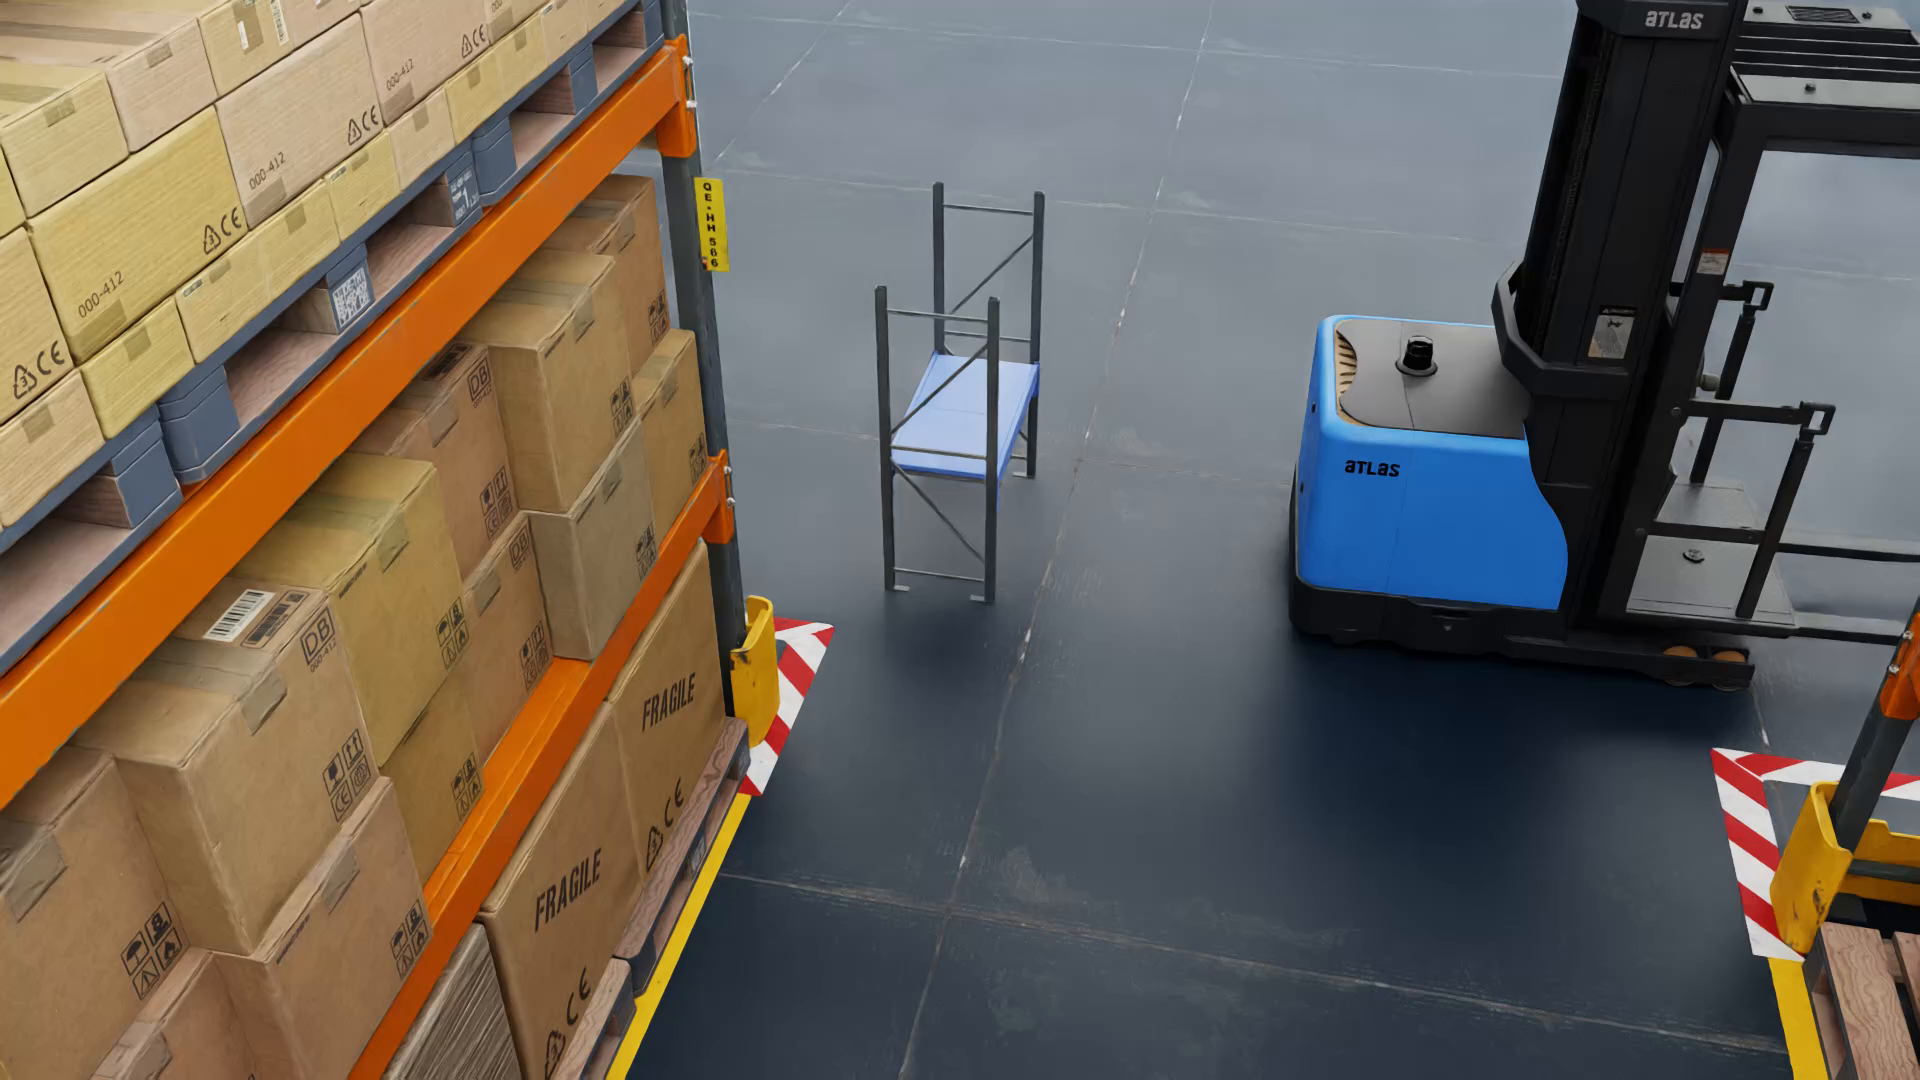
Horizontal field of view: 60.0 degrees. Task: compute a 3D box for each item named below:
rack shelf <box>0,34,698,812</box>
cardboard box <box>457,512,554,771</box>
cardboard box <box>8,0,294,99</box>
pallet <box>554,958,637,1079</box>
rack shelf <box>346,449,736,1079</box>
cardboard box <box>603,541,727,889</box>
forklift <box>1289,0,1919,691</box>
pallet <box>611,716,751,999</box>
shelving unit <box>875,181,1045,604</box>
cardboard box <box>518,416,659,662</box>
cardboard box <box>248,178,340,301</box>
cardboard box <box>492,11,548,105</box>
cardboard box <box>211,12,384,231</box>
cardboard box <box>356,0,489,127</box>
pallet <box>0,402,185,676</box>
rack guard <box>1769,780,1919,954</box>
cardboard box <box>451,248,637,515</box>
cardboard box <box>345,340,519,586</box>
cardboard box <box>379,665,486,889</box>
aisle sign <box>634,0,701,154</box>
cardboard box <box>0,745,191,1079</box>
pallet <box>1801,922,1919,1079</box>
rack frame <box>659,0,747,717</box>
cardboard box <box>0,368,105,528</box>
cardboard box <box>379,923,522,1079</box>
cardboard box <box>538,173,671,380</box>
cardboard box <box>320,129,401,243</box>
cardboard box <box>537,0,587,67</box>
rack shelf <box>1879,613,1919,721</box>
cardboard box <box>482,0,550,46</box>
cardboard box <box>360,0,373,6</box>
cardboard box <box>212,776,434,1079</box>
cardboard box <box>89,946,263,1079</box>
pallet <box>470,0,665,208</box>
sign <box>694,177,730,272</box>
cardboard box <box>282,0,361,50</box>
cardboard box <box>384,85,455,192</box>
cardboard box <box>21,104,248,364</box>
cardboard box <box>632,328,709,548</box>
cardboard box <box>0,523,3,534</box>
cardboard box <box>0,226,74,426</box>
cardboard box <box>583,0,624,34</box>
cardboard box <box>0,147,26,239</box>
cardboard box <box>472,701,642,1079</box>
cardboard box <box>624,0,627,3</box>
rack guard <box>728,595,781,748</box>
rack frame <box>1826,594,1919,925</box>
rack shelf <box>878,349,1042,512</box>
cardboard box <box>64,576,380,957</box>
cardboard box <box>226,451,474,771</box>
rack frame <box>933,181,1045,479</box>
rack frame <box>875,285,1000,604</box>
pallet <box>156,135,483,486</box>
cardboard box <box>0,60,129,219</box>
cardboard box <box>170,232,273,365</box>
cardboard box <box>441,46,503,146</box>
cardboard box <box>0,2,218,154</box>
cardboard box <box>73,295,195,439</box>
[{"bbox_3d":[-1.764,-0.313,3.683,1.077,0.370,4.000,7,37,10],"label":"rack shelf"},{"bbox_3d":[-1.711,0.244,4.729,0.875,0.550,0.550,7,37,10],"label":"cardboard box"},{"bbox_3d":[-1.457,-0.928,3.010,0.380,0.149,0.250,7,37,10],"label":"cardboard box"},{"bbox_3d":[-1.694,1.758,5.145,1.003,0.211,1.213,7,37,10],"label":"pallet"},{"bbox_3d":[-1.764,0.901,4.564,1.077,0.370,4.000,7,37,10],"label":"rack shelf"},{"bbox_3d":[-1.418,0.551,5.887,0.875,0.875,0.875,8,37,10],"label":"cardboard box"},{"bbox_3d":[2.981,-0.899,6.493,3.031,2.935,1.130,6,36,8],"label":"forklift"},{"bbox_3d":[-1.432,1.061,6.107,1.003,0.211,1.213,7,37,10],"label":"pallet"},{"bbox_3d":[0.018,-0.656,7.377,0.538,1.500,1.048,7,37,10],"label":"shelving unit"},{"bbox_3d":[-1.468,-0.061,5.150,0.875,0.550,0.550,7,37,10],"label":"cardboard box"},{"bbox_3d":[-1.457,-0.605,3.244,0.380,0.149,0.250,8,37,11],"label":"cardboard box"},{"bbox_3d":[-1.241,-1.190,4.051,0.380,0.149,0.250,8,37,10],"label":"cardboard box"},{"bbox_3d":[-1.493,-0.843,3.232,0.500,0.250,0.500,8,37,10],"label":"cardboard box"},{"bbox_3d":[-1.385,-1.131,3.630,0.500,0.250,0.500,7,37,10],"label":"cardboard box"},{"bbox_3d":[-2.007,0.110,2.562,1.003,0.211,1.213,7,37,10],"label":"pallet"},{"bbox_3d":[3.470,1.199,5.670,1.175,0.500,0.348,7,37,10],"label":"rack guard"},{"bbox_3d":[-1.482,-0.500,4.836,0.875,0.550,0.550,7,37,10],"label":"cardboard box"},{"bbox_3d":[-1.734,-0.196,4.416,0.875,0.550,0.550,7,37,10],"label":"cardboard box"},{"bbox_3d":[-1.783,0.553,4.303,0.875,0.550,0.500,7,37,10],"label":"cardboard box"},{"bbox_3d":[-1.029,-1.592,5.176,0.394,0.787,0.004,7,37,10],"label":"aisle sign"},{"bbox_3d":[-2.075,0.721,3.151,0.875,0.550,0.550,7,37,10],"label":"cardboard box"},{"bbox_3d":[3.262,1.777,5.118,1.003,0.211,1.213,7,37,10],"label":"pallet"},{"bbox_3d":[-1.337,-0.537,5.934,1.000,3.000,0.127,7,37,10],"label":"rack frame"},{"bbox_3d":[-1.620,-0.168,2.641,0.380,0.149,0.250,7,36,9],"label":"cardboard box"},{"bbox_3d":[-1.800,1.578,4.470,0.875,0.875,0.875,8,37,10],"label":"cardboard box"},{"bbox_3d":[-1.454,-0.827,5.287,0.875,0.550,0.550,7,37,10],"label":"cardboard box"},{"bbox_3d":[-1.403,-0.753,3.447,0.380,0.149,0.250,8,37,11],"label":"cardboard box"},{"bbox_3d":[-1.186,-1.335,4.251,0.380,0.149,0.250,8,37,11],"label":"cardboard box"},{"bbox_3d":[3.060,1.581,3.626,1.077,0.370,4.000,7,37,10],"label":"rack shelf"},{"bbox_3d":[-1.276,-1.419,4.027,0.500,0.250,0.500,7,37,10],"label":"cardboard box"},{"bbox_3d":[-1.350,-1.218,3.410,0.380,0.149,0.250,7,36,9],"label":"cardboard box"},{"bbox_3d":[-1.799,0.870,3.866,0.875,0.550,0.550,7,37,10],"label":"cardboard box"},{"bbox_3d":[-2.029,1.165,3.459,0.875,0.550,0.550,7,37,10],"label":"cardboard box"},{"bbox_3d":[-1.485,-1.289,4.492,1.003,0.211,1.213,7,37,10],"label":"pallet"},{"bbox_3d":[-0.810,-1.025,5.420,0.100,0.325,0.005,7,37,10],"label":"sign"},{"bbox_3d":[-1.403,-1.073,3.210,0.380,0.149,0.250,8,37,10],"label":"cardboard box"},{"bbox_3d":[-1.349,-0.899,3.649,0.380,0.149,0.250,8,37,10],"label":"cardboard box"},{"bbox_3d":[-1.600,-0.552,2.831,0.500,0.250,0.500,7,37,9],"label":"cardboard box"},{"bbox_3d":[-1.372,-0.379,5.589,0.875,0.550,0.550,7,37,10],"label":"cardboard box"},{"bbox_3d":[-1.674,-0.024,2.443,0.380,0.149,0.250,7,37,10],"label":"cardboard box"},{"bbox_3d":[-1.707,-0.263,2.432,0.500,0.250,0.500,7,37,10],"label":"cardboard box"},{"bbox_3d":[-1.132,-1.483,4.455,0.380,0.149,0.250,8,37,10],"label":"cardboard box"},{"bbox_3d":[-1.620,-0.493,2.409,0.380,0.149,0.250,7,36,9],"label":"cardboard box"},{"bbox_3d":[-1.603,1.055,5.191,0.875,0.875,0.875,7,36,9],"label":"cardboard box"},{"bbox_3d":[-1.077,-1.627,4.654,0.380,0.149,0.250,7,37,10],"label":"cardboard box"},{"bbox_3d":[-1.332,0.462,6.687,1.175,0.500,0.348,7,37,10],"label":"rack guard"},{"bbox_3d":[3.487,0.143,4.997,1.000,3.000,0.127,7,37,10],"label":"rack frame"},{"bbox_3d":[0.018,-0.511,7.483,0.538,0.185,1.000,7,37,10],"label":"rack shelf"},{"bbox_3d":[-1.826,0.429,3.554,0.875,0.550,0.550,7,37,10],"label":"cardboard box"},{"bbox_3d":[-1.720,0.124,3.975,0.875,0.550,0.500,7,37,10],"label":"cardboard box"},{"bbox_3d":[0.127,-0.948,7.779,0.500,1.500,0.032,7,37,10],"label":"rack frame"},{"bbox_3d":[-0.090,-0.365,6.975,0.500,1.500,0.032,7,37,10],"label":"rack frame"},{"bbox_3d":[-1.744,-0.587,3.524,1.003,0.211,1.213,7,37,10],"label":"pallet"},{"bbox_3d":[-1.566,-0.641,2.613,0.380,0.149,0.250,8,37,10],"label":"cardboard box"},{"bbox_3d":[-1.512,-0.463,3.048,0.380,0.149,0.250,7,37,10],"label":"cardboard box"},{"bbox_3d":[-1.295,-1.043,3.848,0.380,0.149,0.250,7,36,9],"label":"cardboard box"},{"bbox_3d":[-1.511,-0.786,2.813,0.380,0.149,0.250,7,37,10],"label":"cardboard box"},{"bbox_3d":[-1.566,-0.317,2.846,0.380,0.149,0.250,7,36,9],"label":"cardboard box"}]
